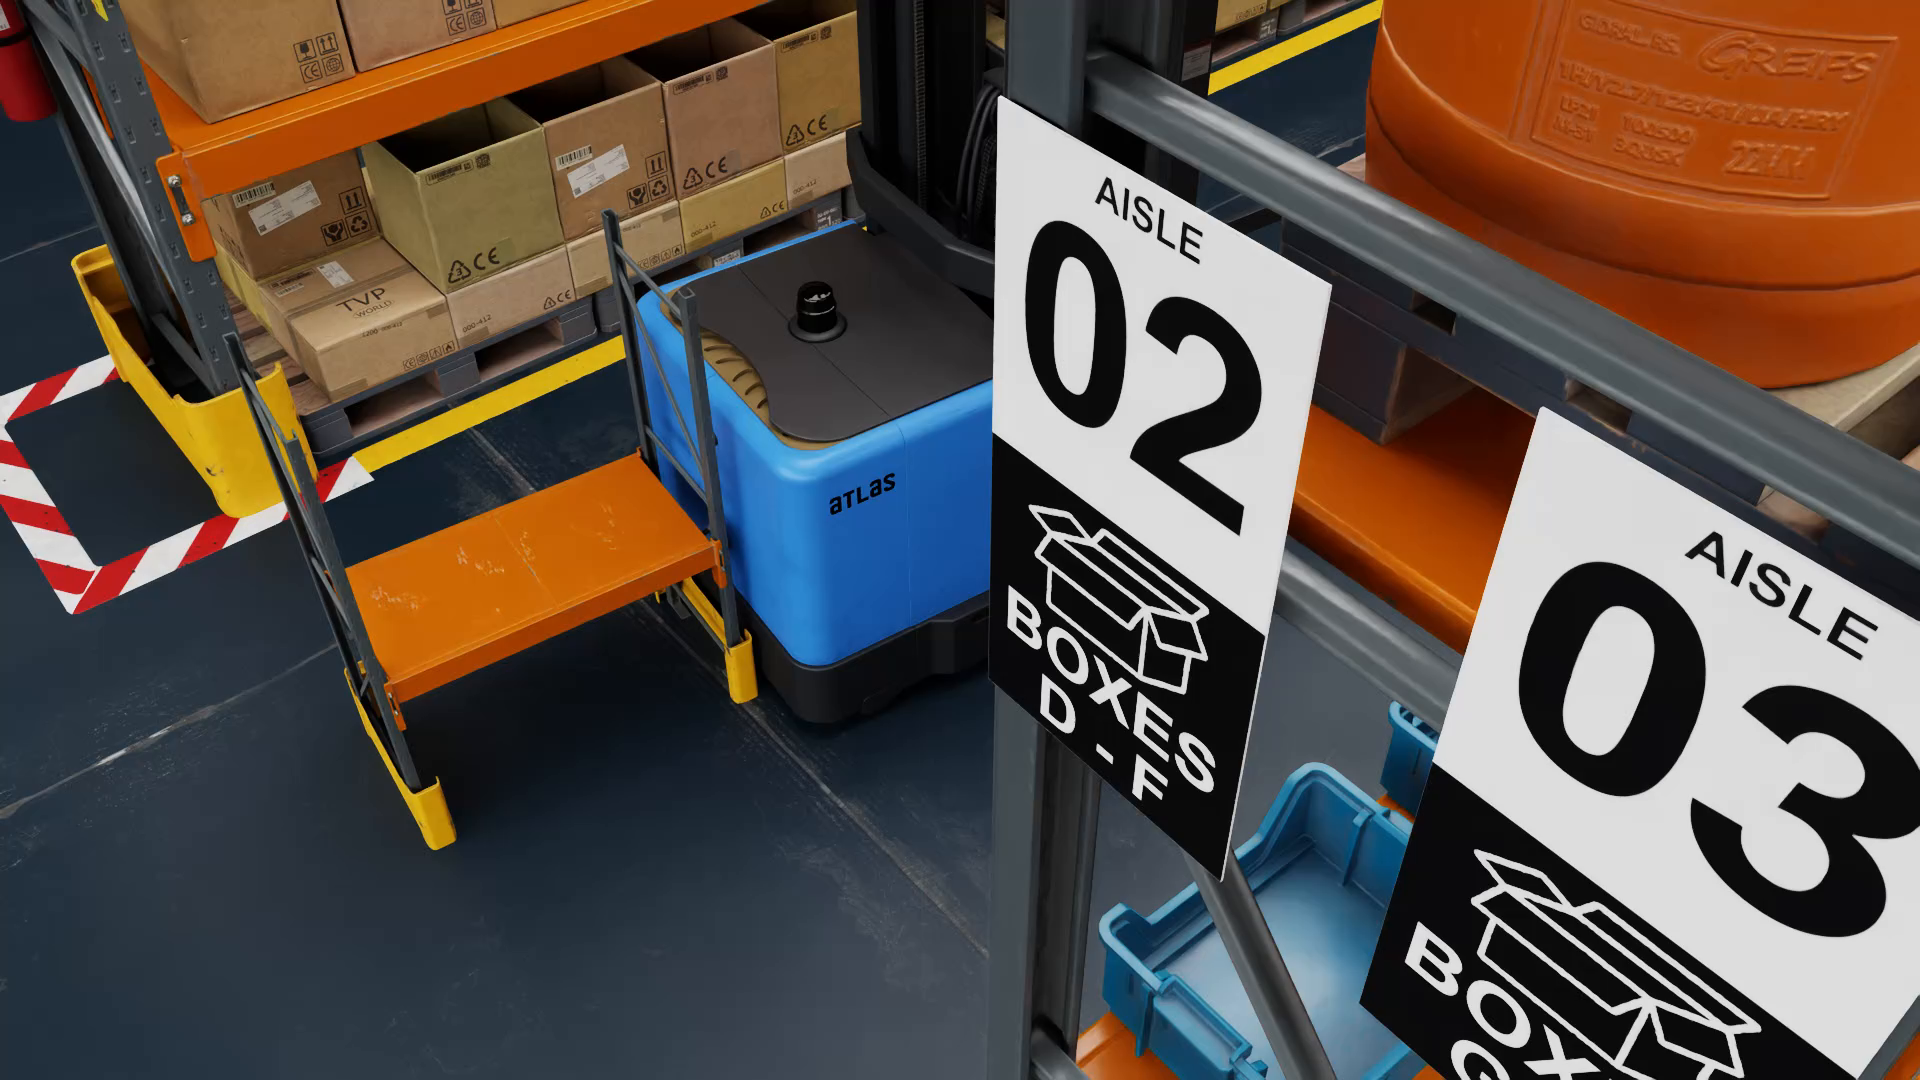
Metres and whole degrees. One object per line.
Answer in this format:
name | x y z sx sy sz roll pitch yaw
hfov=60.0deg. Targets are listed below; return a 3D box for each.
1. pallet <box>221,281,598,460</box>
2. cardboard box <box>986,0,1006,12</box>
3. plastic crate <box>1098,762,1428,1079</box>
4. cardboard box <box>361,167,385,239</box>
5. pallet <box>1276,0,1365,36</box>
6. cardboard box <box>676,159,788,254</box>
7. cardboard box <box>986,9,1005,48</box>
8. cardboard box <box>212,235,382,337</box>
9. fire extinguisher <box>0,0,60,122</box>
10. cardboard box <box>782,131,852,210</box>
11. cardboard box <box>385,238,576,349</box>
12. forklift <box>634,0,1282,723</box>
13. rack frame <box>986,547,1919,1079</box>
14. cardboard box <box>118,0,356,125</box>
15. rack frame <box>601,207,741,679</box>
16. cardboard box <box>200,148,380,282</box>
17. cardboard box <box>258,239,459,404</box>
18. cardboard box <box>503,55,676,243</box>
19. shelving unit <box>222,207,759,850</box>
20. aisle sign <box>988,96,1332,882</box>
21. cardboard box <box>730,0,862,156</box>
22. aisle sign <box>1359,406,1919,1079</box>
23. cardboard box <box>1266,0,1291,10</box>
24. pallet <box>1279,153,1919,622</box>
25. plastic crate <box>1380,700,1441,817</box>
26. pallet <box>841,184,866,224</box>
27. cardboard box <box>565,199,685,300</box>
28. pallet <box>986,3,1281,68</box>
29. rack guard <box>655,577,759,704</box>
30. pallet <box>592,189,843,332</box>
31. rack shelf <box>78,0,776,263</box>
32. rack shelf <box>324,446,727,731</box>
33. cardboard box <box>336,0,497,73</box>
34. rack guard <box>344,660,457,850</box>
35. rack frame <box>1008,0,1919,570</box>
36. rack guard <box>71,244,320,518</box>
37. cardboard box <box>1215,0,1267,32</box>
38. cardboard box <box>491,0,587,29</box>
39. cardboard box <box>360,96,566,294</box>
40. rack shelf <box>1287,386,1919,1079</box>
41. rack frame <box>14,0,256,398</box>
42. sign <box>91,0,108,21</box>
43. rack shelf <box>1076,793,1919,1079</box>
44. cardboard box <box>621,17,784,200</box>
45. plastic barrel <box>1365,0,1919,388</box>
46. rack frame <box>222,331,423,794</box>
pallet | -2.207 -0.886 6.539 1.213 0.211 1.003 -30 51 -28
cardboard box | 0.433 -2.787 8.228 0.500 0.250 0.500 -30 51 -28
plastic crate | 0.600 0.735 2.885 0.616 0.251 0.499 -30 51 -28
cardboard box | -2.169 -1.312 6.658 0.500 0.250 0.500 -30 51 -28
pallet | 1.778 -3.168 8.969 1.213 0.211 1.003 -30 51 -28
cardboard box | -1.061 -1.472 6.828 0.500 0.250 0.500 -30 51 -28
cardboard box | 0.086 -2.134 7.533 0.500 0.250 0.500 -30 51 -28
cardboard box | -2.545 -1.086 6.417 0.500 0.250 0.500 -30 51 -28
fire extinguisher | -3.156 -1.709 5.435 0.183 0.674 0.296 -30 51 -28
cardboard box | -0.678 -1.692 7.062 0.500 0.250 0.500 -30 51 -28
cardboard box | -1.832 -1.036 6.364 0.500 0.250 0.500 -30 51 -28
forklift | 0.517 -1.306 4.999 3.031 2.935 1.130 -25 49 -24
rack frame | 0.408 1.058 2.432 0.127 3.000 1.000 -30 51 -28
cardboard box | -2.401 -1.780 5.381 0.500 0.500 0.700 -30 51 -28
rack frame | -0.823 -0.211 4.879 0.032 1.500 0.500 -25 49 -24
cardboard box | -2.547 -1.361 6.162 0.500 0.500 0.500 -30 51 -28
cardboard box | -2.213 -0.814 6.128 0.500 0.250 0.500 -30 51 -28
cardboard box | -1.455 -1.535 6.347 0.500 0.500 0.500 -30 51 -28
shelving unit | -1.237 -0.020 4.675 1.083 1.500 0.587 -25 49 -24
aisle sign | 0.162 -0.014 1.675 0.004 0.787 0.394 -30 51 -28
cardboard box | -0.686 -1.972 6.813 0.500 0.500 0.500 -30 51 -28
aisle sign | 0.541 0.296 1.345 0.004 0.787 0.394 -30 51 -28
cardboard box | 1.558 -2.952 8.404 0.500 0.250 0.500 -31 52 -29
pallet | 1.106 -0.279 1.802 1.213 0.211 1.003 -30 51 -28
plastic crate | 1.102 0.453 3.185 0.408 0.251 0.499 -30 51 -28
pallet | -0.336 -1.958 7.680 1.213 0.211 1.003 -30 51 -28
cardboard box | -1.448 -1.255 6.597 0.500 0.250 0.500 -30 51 -28
pallet | 0.841 -2.629 8.395 1.213 0.211 1.003 -30 51 -28
rack guard | -0.824 0.245 5.306 0.087 0.250 0.587 -25 49 -24
pallet | -1.272 -1.419 7.107 1.213 0.211 1.003 -30 51 -28
rack shelf | -1.233 -2.161 6.385 4.000 0.370 1.077 -30 51 -28
rack shelf | -1.245 0.115 4.795 1.000 0.185 0.538 -25 49 -24
cardboard box | -2.001 -2.013 5.629 0.500 0.500 0.700 -28 50 -27
rack guard | -1.650 0.626 4.900 0.087 0.250 0.587 -25 49 -24
rack frame | 0.408 -1.129 0.379 0.127 3.000 1.000 -30 51 -28
rack guard | -2.785 -0.623 6.048 0.348 0.500 1.175 -30 51 -28
cardboard box | 1.163 -2.723 8.160 0.500 0.250 0.500 -29 50 -27
cardboard box | -1.616 -2.228 5.858 0.500 0.500 0.700 -29 51 -28
cardboard box | -1.831 -1.308 6.106 0.500 0.500 0.500 -30 51 -28
rack shelf | 1.942 -0.652 2.587 4.000 0.370 1.077 -30 51 -28
rack frame | -2.767 -1.545 5.204 0.127 3.000 1.000 -30 51 -28
sign | -2.415 -1.595 4.567 0.005 0.325 0.100 -30 51 -28
rack shelf | 1.942 0.442 3.614 4.000 0.370 1.077 -30 51 -28
cardboard box | -1.061 -1.745 6.571 0.500 0.500 0.500 -30 51 -28
plastic barrel | 0.699 -0.625 1.413 0.708 0.830 0.600 -30 51 -28
rack frame | -1.666 0.178 4.465 0.032 1.500 0.500 -25 49 -24
